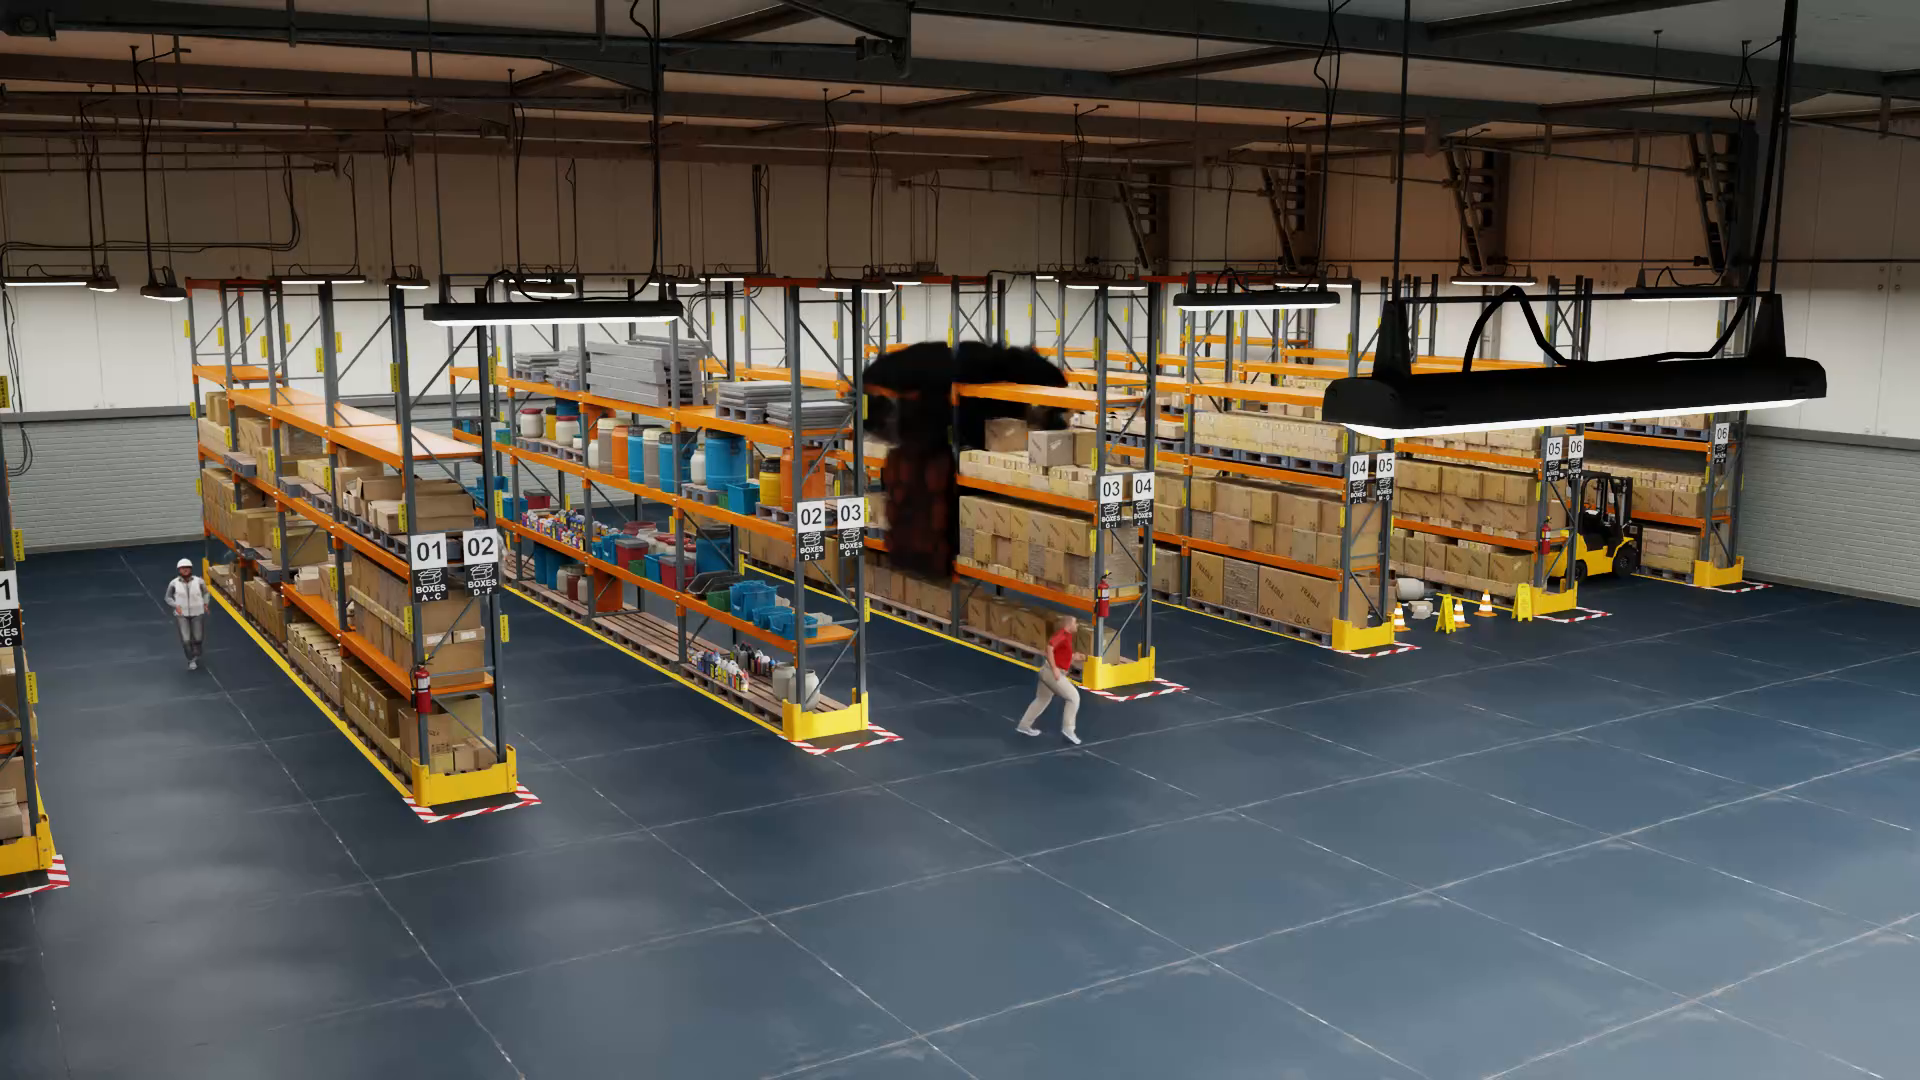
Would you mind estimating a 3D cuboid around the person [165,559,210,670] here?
[{"bbox_3d":[-12.072,1.149,26.040,0.661,1.731,0.585,-5,11,-27],"label":"person"}]

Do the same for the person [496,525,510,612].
[{"bbox_3d":[-8.137,0.458,28.921,0.525,1.571,0.600,-7,12,-36],"label":"person"}]

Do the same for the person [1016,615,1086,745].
[{"bbox_3d":[1.233,1.844,21.910,0.899,1.738,0.677,-1,10,-6],"label":"person"}]

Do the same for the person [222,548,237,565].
[{"bbox_3d":[-14.880,-0.213,34.046,0.592,1.727,0.721,-5,11,-26],"label":"person"}]
